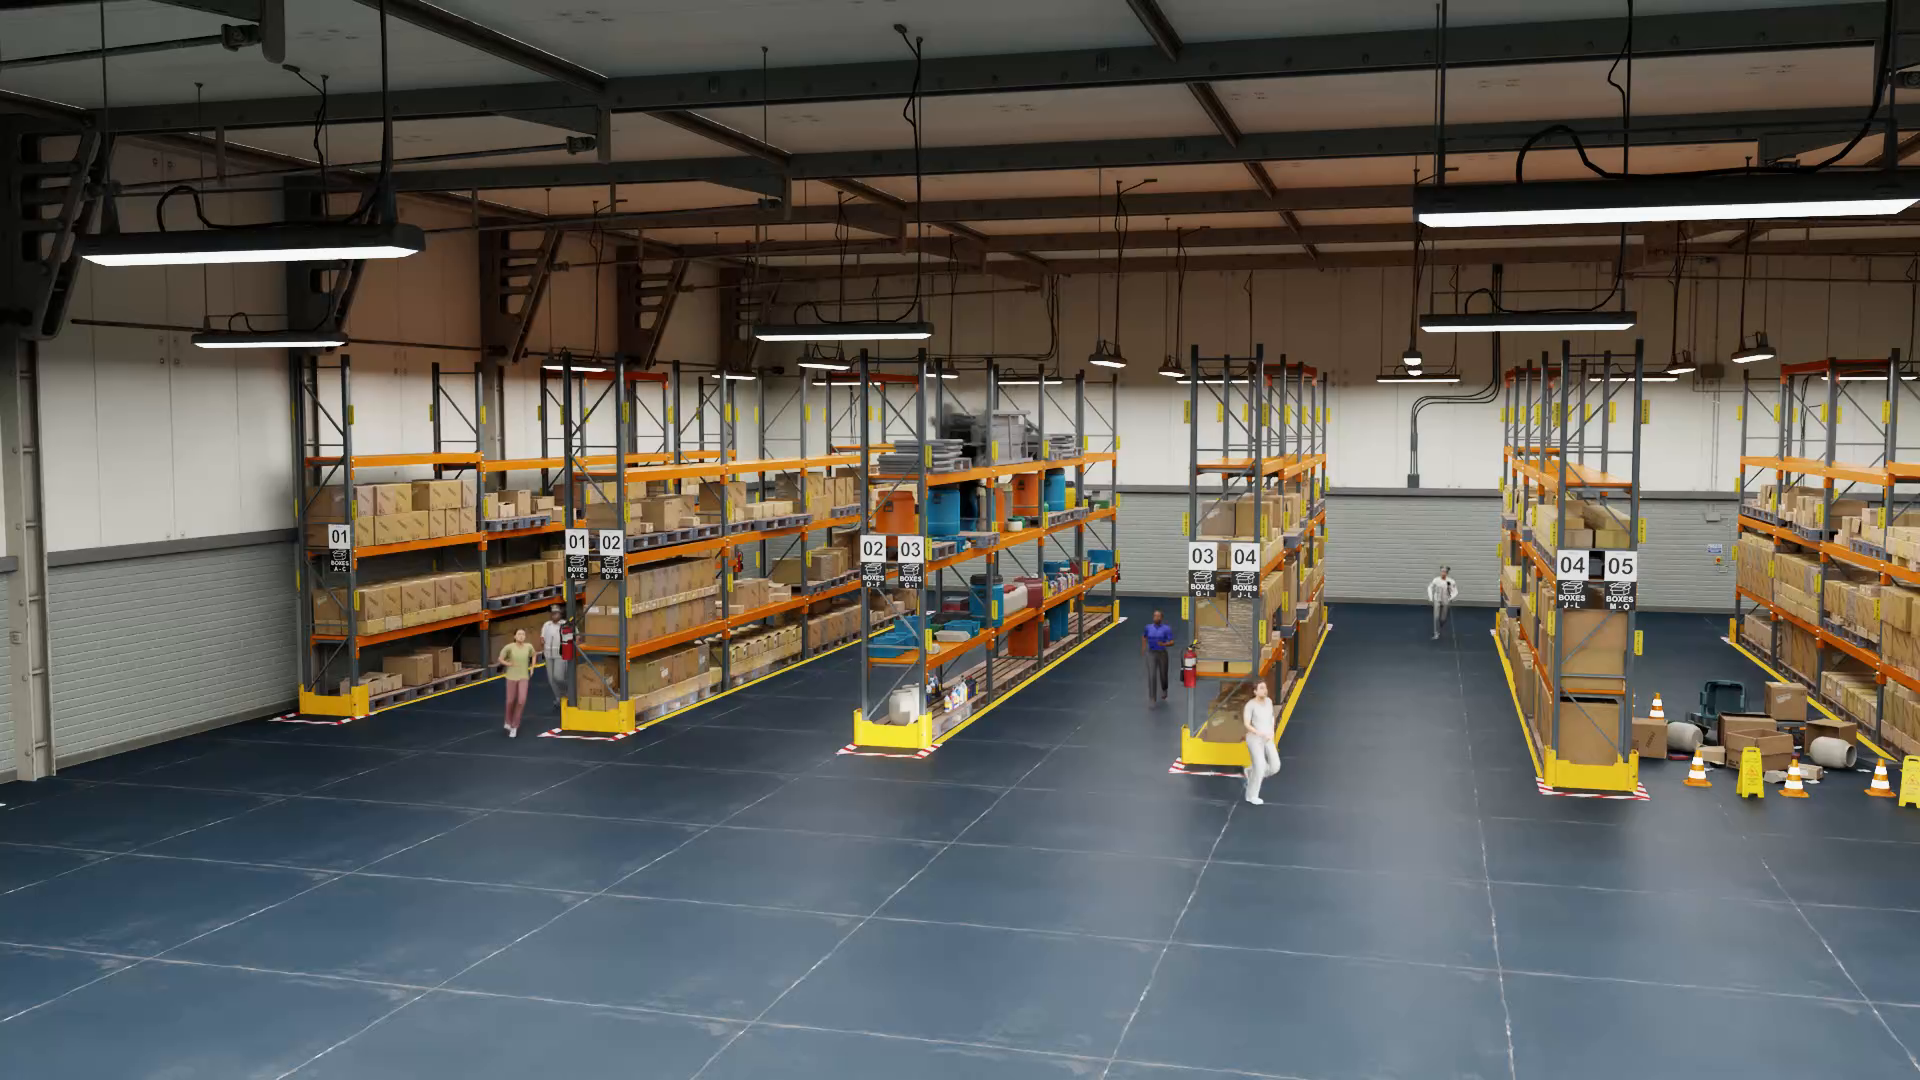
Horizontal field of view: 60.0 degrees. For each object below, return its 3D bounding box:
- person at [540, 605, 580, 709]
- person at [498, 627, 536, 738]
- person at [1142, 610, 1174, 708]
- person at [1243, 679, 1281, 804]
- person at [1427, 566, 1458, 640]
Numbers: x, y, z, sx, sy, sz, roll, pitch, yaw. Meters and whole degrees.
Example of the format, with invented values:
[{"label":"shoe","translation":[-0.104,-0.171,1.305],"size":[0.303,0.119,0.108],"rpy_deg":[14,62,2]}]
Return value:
[{"label":"person","translation":[-6.894,2.005,28.378],"size":[0.643,1.810,0.676],"rpy_deg":[1,4,13]},{"label":"person","translation":[-6.938,2.203,26.099],"size":[0.603,1.695,0.785],"rpy_deg":[-1,5,-19]},{"label":"person","translation":[3.400,2.020,28.633],"size":[0.583,1.633,0.924],"rpy_deg":[1,4,12]},{"label":"person","translation":[3.872,2.590,21.382],"size":[0.585,1.625,0.631],"rpy_deg":[-3,5,-30]},{"label":"person","translation":[10.839,1.393,37.361],"size":[0.661,1.672,0.740],"rpy_deg":[1,5,19]}]
